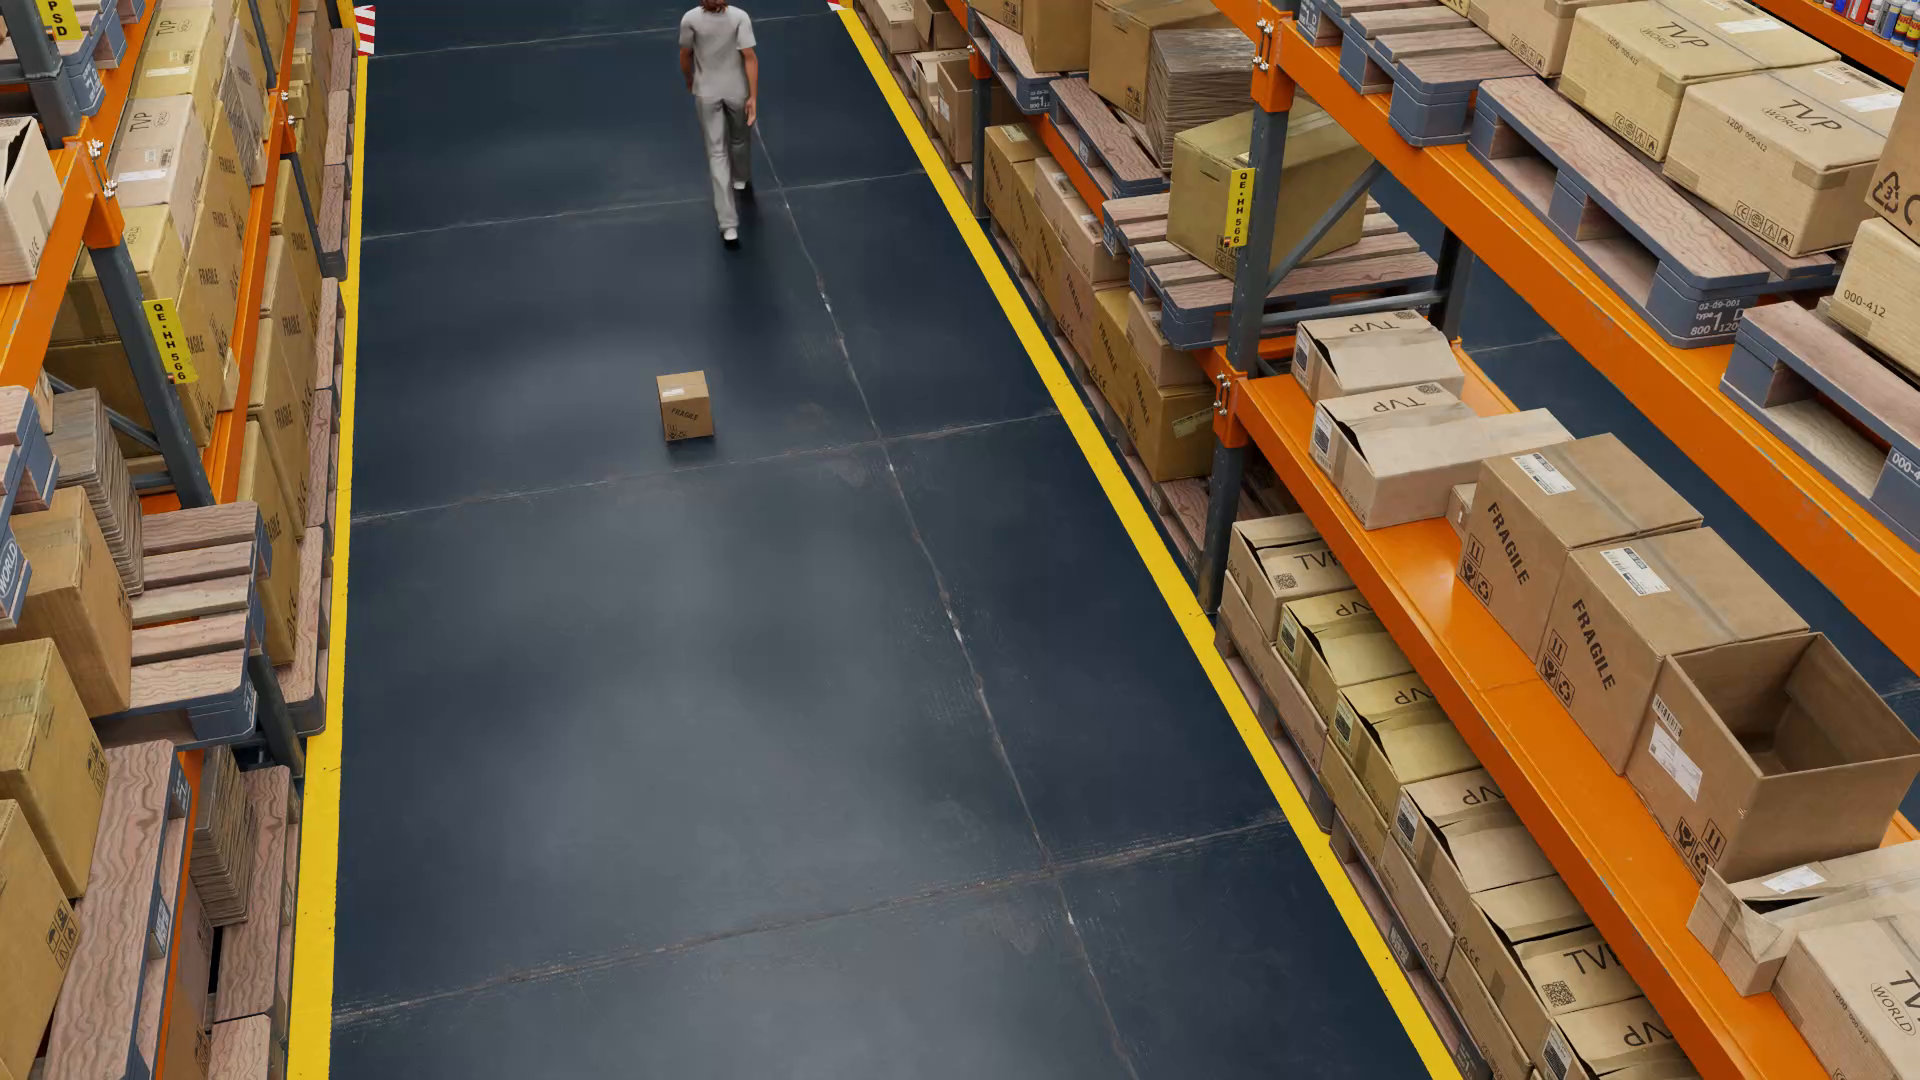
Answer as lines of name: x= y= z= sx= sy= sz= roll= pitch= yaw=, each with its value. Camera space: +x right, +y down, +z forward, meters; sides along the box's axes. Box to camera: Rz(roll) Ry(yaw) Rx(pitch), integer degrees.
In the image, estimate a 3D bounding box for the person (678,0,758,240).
person: x=-1.468 y=-2.777 z=10.221 sx=0.467 sy=1.601 sz=1.052 roll=-6 pitch=39 yaw=-7
